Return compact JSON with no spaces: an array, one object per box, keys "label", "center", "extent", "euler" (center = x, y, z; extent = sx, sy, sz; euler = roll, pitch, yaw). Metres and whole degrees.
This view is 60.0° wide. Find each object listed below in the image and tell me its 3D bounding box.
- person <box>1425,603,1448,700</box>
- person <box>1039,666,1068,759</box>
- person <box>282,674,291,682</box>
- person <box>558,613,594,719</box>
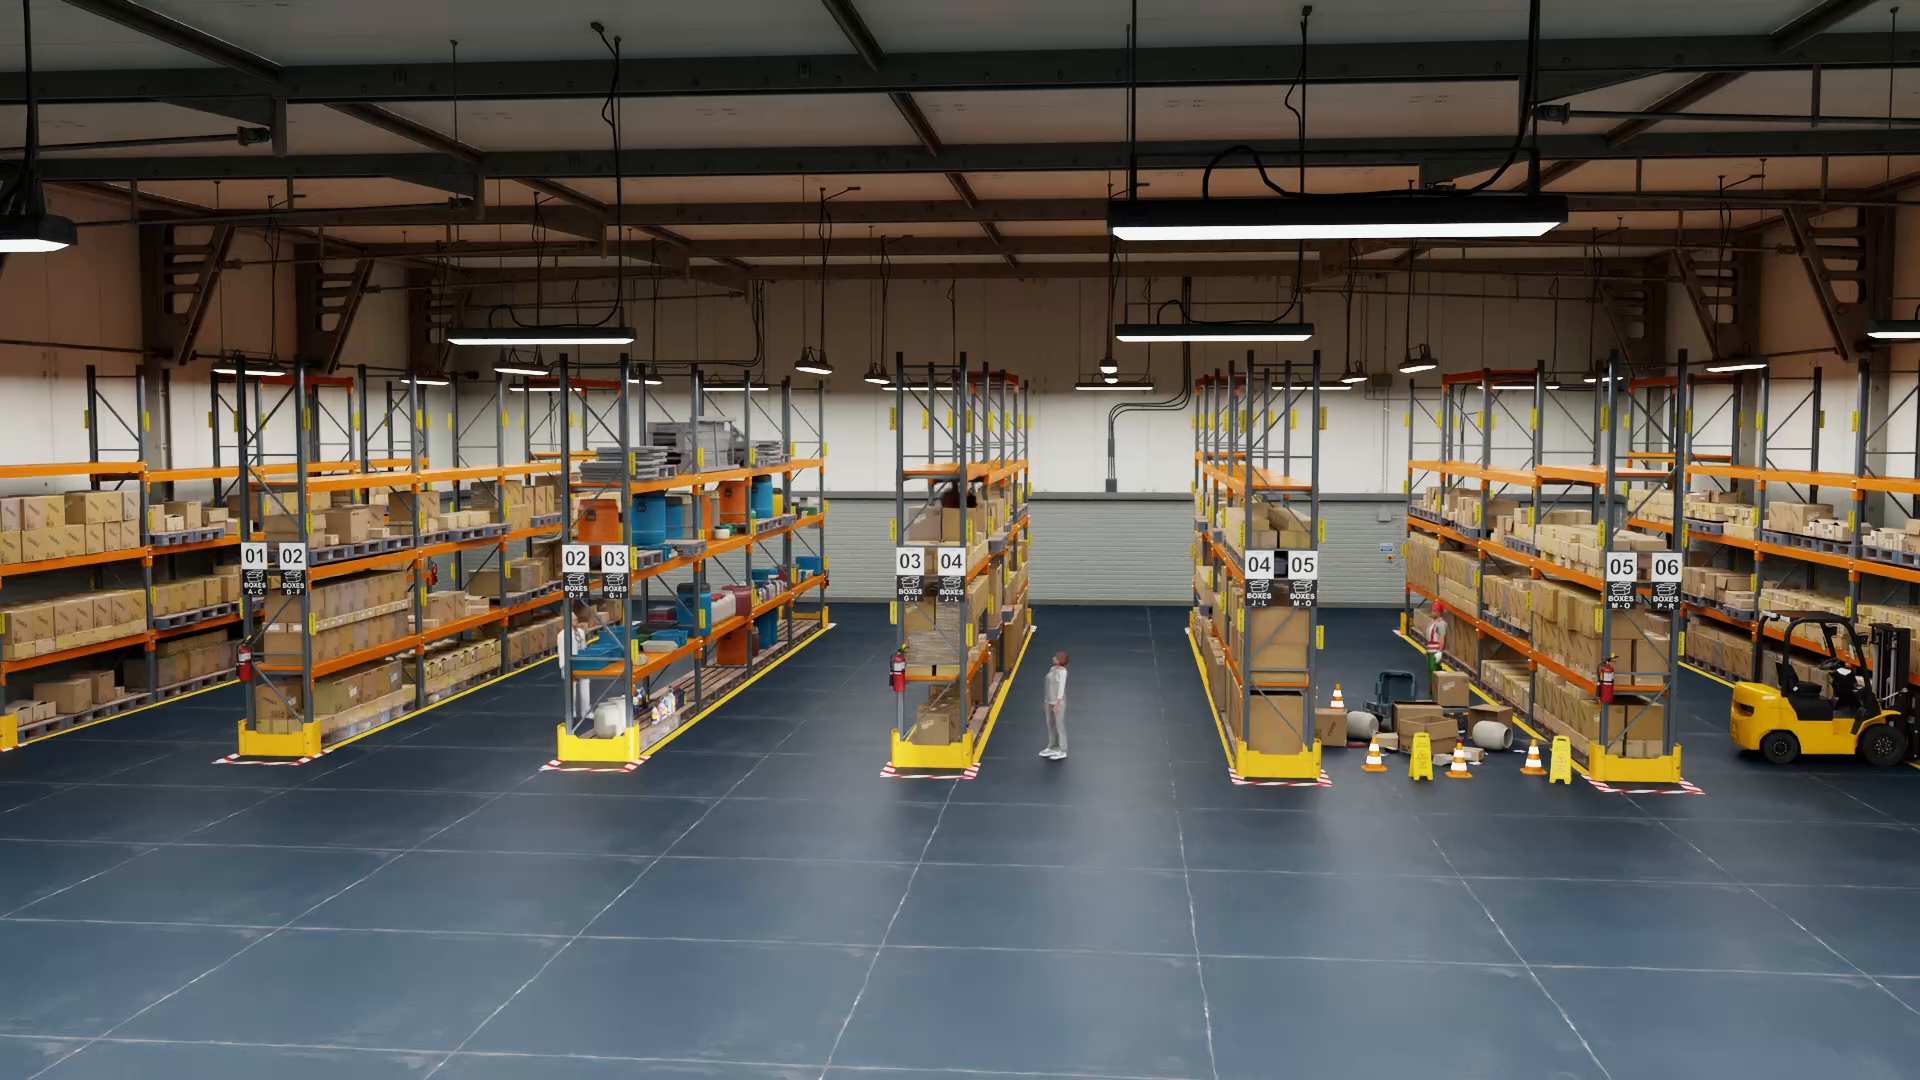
[{"label":"person","center":[8.420,2.011,29.599],"extent":[0.488,1.791,0.547],"euler":[1,4,17]},{"label":"person","center":[1.414,2.555,24.741],"extent":[0.313,1.362,0.453],"euler":[-3,5,-33]},{"label":"person","center":[-11.912,2.179,29.818],"extent":[0.494,1.399,0.952],"euler":[0,4,0]},{"label":"person","center":[-6.460,2.133,28.021],"extent":[0.594,1.779,0.660],"euler":[-2,5,-28]}]
